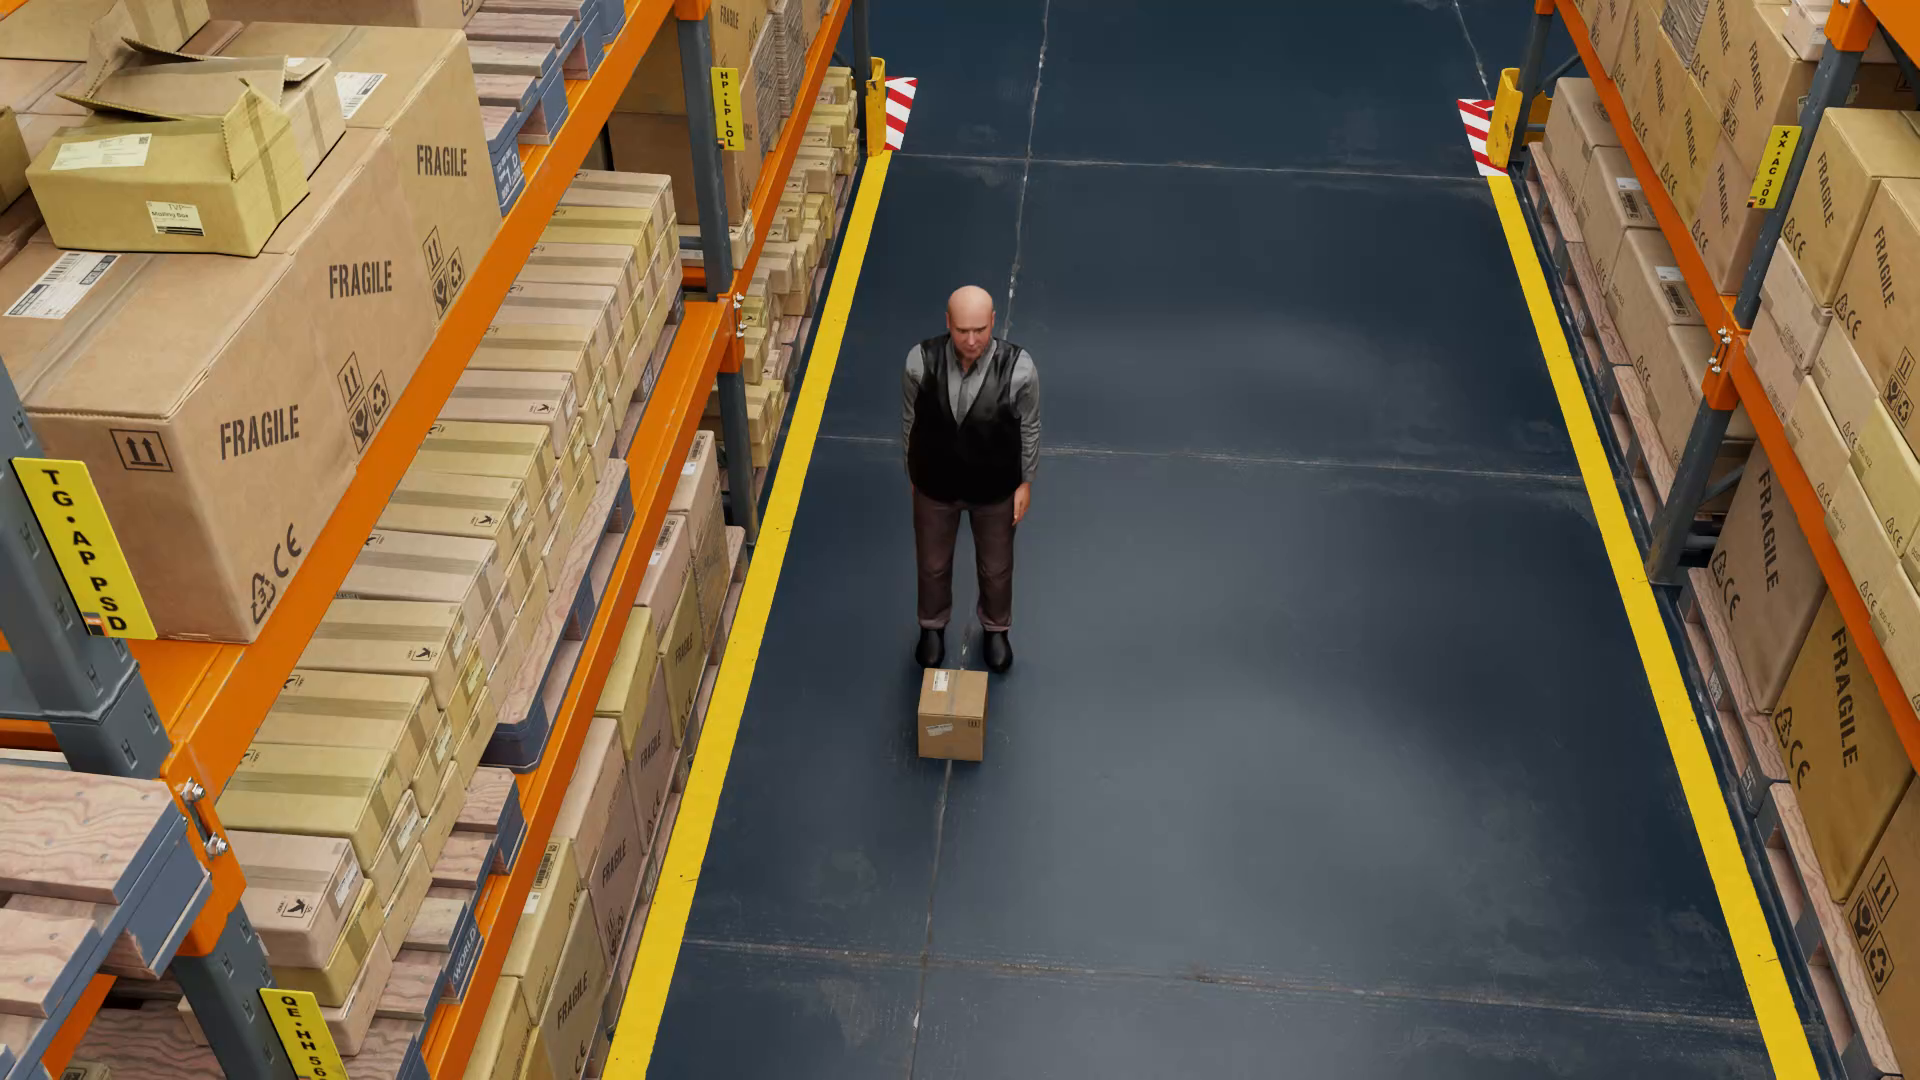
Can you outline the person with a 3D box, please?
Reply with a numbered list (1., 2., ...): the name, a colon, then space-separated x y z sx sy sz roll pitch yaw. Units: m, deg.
1. person: 0.037 -0.212 6.430 0.532 1.721 0.355 4 40 5
